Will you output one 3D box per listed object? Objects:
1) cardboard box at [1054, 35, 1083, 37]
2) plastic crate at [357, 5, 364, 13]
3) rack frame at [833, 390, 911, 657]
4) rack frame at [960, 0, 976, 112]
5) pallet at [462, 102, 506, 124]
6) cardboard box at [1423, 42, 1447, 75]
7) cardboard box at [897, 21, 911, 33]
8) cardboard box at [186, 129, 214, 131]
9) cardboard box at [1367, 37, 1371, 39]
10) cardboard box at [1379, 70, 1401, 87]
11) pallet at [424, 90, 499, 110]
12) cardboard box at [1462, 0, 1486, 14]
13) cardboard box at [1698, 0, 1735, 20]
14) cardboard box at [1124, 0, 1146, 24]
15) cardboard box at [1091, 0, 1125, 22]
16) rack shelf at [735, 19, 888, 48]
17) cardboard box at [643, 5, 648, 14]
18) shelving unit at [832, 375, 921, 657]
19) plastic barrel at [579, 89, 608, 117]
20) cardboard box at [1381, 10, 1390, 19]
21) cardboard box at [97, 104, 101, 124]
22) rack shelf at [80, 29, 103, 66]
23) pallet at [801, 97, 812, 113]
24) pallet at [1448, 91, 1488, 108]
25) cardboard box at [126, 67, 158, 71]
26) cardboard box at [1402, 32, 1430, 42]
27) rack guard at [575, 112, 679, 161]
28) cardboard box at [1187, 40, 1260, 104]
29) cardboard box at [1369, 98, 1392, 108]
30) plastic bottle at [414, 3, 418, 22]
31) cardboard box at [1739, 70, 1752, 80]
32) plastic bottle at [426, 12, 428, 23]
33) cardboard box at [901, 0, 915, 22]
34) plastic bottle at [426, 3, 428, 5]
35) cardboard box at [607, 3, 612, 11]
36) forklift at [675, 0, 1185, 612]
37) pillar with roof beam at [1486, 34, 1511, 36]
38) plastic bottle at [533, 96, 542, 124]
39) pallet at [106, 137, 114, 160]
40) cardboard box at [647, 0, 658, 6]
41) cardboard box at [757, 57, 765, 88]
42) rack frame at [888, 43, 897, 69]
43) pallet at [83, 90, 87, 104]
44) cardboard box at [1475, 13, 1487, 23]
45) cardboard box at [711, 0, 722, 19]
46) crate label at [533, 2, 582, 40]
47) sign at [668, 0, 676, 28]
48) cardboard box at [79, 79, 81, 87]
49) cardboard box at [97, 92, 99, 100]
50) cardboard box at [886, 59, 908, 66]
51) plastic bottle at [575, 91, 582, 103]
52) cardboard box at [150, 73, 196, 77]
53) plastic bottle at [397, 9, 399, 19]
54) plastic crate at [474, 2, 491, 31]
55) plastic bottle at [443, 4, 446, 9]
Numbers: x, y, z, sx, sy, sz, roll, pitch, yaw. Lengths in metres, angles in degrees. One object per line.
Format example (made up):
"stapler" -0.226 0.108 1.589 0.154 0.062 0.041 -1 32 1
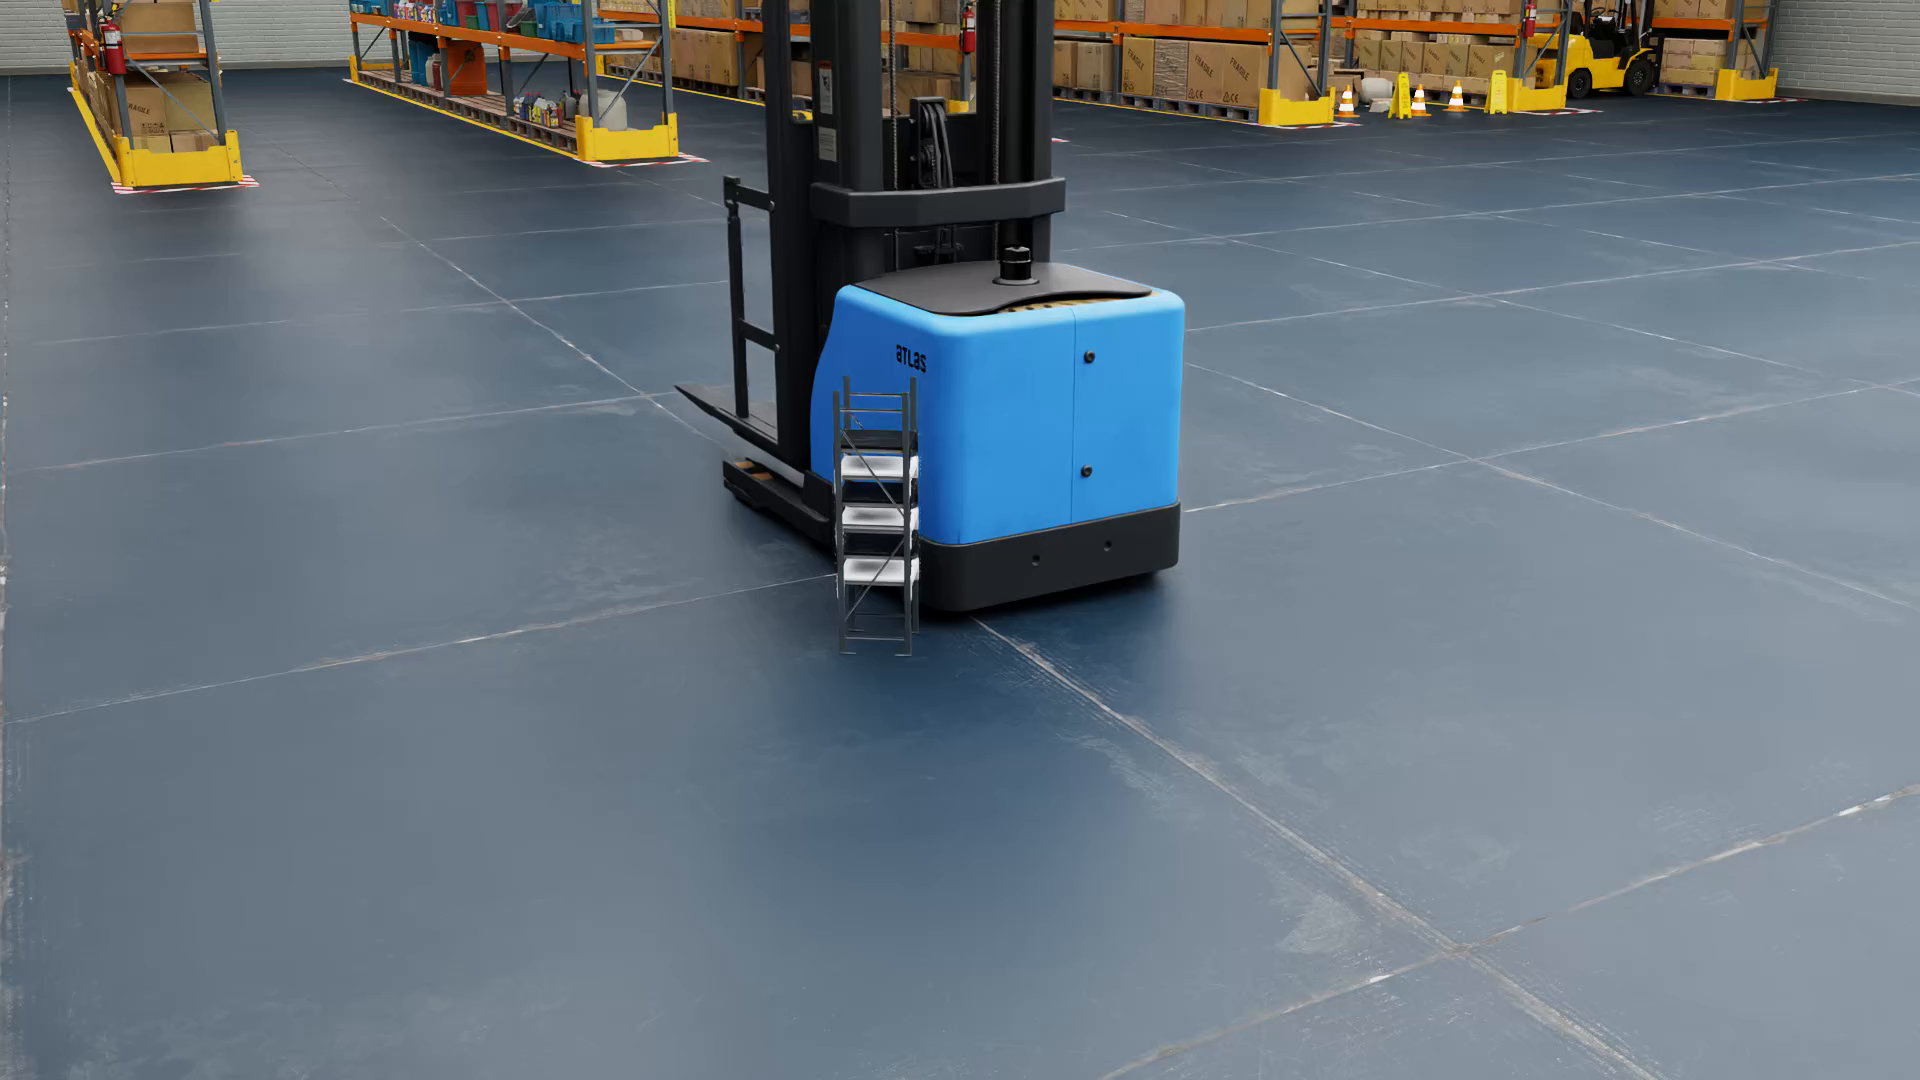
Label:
"cardboard box" 2.435 -11.435 38.456 0.875 0.438 0.875 -9 21 -25
"plastic crate" -11.260 -10.063 31.508 0.250 0.136 0.298 -10 21 -27
"rack frame" -0.281 -0.042 5.375 0.240 0.900 0.006 2 19 5
"rack frame" 0.468 -6.755 21.609 1.000 3.000 0.127 -10 21 -27
"pallet" -6.781 -6.388 24.820 1.003 0.211 1.213 -10 21 -27
"cardboard box" 8.095 -8.028 27.720 0.500 0.500 0.500 -11 22 -28
"cardboard box" -0.654 -7.100 22.995 0.380 0.149 0.250 -10 21 -27
"cardboard box" -8.552 -4.452 18.505 0.500 0.250 0.500 -10 21 -27
"cardboard box" 9.139 -10.607 35.959 0.500 0.500 0.500 -10 22 -27
"cardboard box" 7.596 -7.974 28.714 0.500 0.250 0.500 -9 21 -24
"pallet" -8.101 -7.186 27.133 1.003 0.211 1.213 -10 21 -27
"cardboard box" 8.455 -8.735 26.739 0.500 0.500 0.500 -10 21 -27
"cardboard box" 13.091 -9.208 28.563 0.500 0.500 0.500 -11 22 -28
"cardboard box" 3.167 -8.609 26.753 0.875 0.550 0.550 -10 21 -27
"cardboard box" 2.498 -8.798 27.376 0.500 0.500 0.500 -10 21 -27
"rack shelf" -2.381 -8.137 26.717 1.077 0.370 4.000 -10 21 -27
"cardboard box" -5.908 -10.265 32.167 0.380 0.149 0.250 -10 22 -28
"shelving unit" -0.271 -0.075 5.470 0.258 0.900 0.210 2 19 5
"plastic barrel" -4.509 -5.331 20.653 0.421 0.512 0.421 0 19 0
"cardboard box" 7.476 -9.043 28.625 0.380 0.149 0.250 -10 21 -27
"cardboard box" -11.086 -5.635 21.934 0.500 0.250 0.500 -9 21 -25
"rack shelf" -11.101 -6.604 22.274 1.077 0.370 4.000 -10 21 -27
"pallet" -1.803 -6.808 26.038 1.003 0.211 1.213 -10 21 -27
"pallet" 8.799 -7.232 27.267 1.003 0.211 1.213 -10 21 -27
"cardboard box" -12.269 -6.869 25.096 0.500 0.500 0.500 -11 22 -29
"cardboard box" 7.715 -8.518 28.144 0.380 0.149 0.250 -9 21 -24
"rack guard" -3.969 -4.821 19.835 1.175 0.500 0.348 -10 21 -27
"cardboard box" 4.081 -7.125 25.295 0.875 0.875 0.875 -10 22 -28
"cardboard box" 6.789 -7.005 26.705 0.380 0.149 0.250 1 19 2
"plastic bottle" -8.951 -8.699 27.420 0.061 0.283 0.133 -10 21 -27
"cardboard box" 13.495 -8.130 29.165 0.500 0.250 0.500 -10 21 -26
"plastic bottle" -8.544 -8.426 26.757 0.097 0.201 0.097 0 19 0
"cardboard box" -0.312 -7.380 22.811 0.875 0.500 0.500 -10 21 -27
"plastic bottle" -8.761 -8.683 27.374 0.061 0.283 0.133 -10 21 -27
"cardboard box" -7.007 -10.929 34.091 0.380 0.149 0.250 -11 22 -28
"forklift" -0.360 -1.571 6.692 1.130 2.935 3.031 -11 22 -28
"pillar with roof beam" 7.381 -13.291 31.353 9.100 9.000 0.400 -10 21 -27
"plastic bottle" -5.481 -5.620 21.705 0.144 0.351 0.185 -10 21 -27
"pallet" -9.811 -4.817 20.267 1.003 0.211 1.213 -10 21 -27
"cardboard box" -5.671 -10.355 31.817 0.500 0.250 0.500 -10 22 -28
"cardboard box" -2.995 -7.889 28.052 0.700 0.500 0.500 -11 22 -30
"rack frame" -1.432 -7.903 24.936 1.000 3.000 0.127 -10 21 -27
"pallet" -14.276 -7.545 28.175 1.003 0.211 1.213 -10 21 -27
"cardboard box" 8.503 -8.378 26.697 0.380 0.149 0.250 -10 22 -28
"cardboard box" -4.015 -9.346 28.964 0.500 0.500 0.500 -10 22 -27
"crate label" -5.003 -6.491 20.789 0.502 0.435 0.616 -10 21 -27
"sign" -3.405 -6.202 19.583 0.100 0.325 0.005 -10 21 -27
"cardboard box" -14.701 -7.745 28.173 0.380 0.149 0.250 -10 21 -27
"cardboard box" -10.596 -5.605 20.989 0.500 0.311 0.500 -10 21 -27
"cardboard box" -1.303 -9.850 34.304 0.380 0.149 0.250 -10 21 -26
"plastic bottle" -5.140 -5.896 22.507 0.144 0.351 0.185 -11 22 -29
"cardboard box" -9.271 -5.235 19.627 0.500 0.500 0.500 -10 21 -27
"plastic bottle" -9.656 -9.099 28.705 0.097 0.201 0.097 0 19 0
"plastic crate" -6.588 -7.397 23.494 0.392 0.384 0.575 -10 21 -27
"plastic bottle" -8.742 -8.996 28.300 0.097 0.271 0.097 0 19 0
